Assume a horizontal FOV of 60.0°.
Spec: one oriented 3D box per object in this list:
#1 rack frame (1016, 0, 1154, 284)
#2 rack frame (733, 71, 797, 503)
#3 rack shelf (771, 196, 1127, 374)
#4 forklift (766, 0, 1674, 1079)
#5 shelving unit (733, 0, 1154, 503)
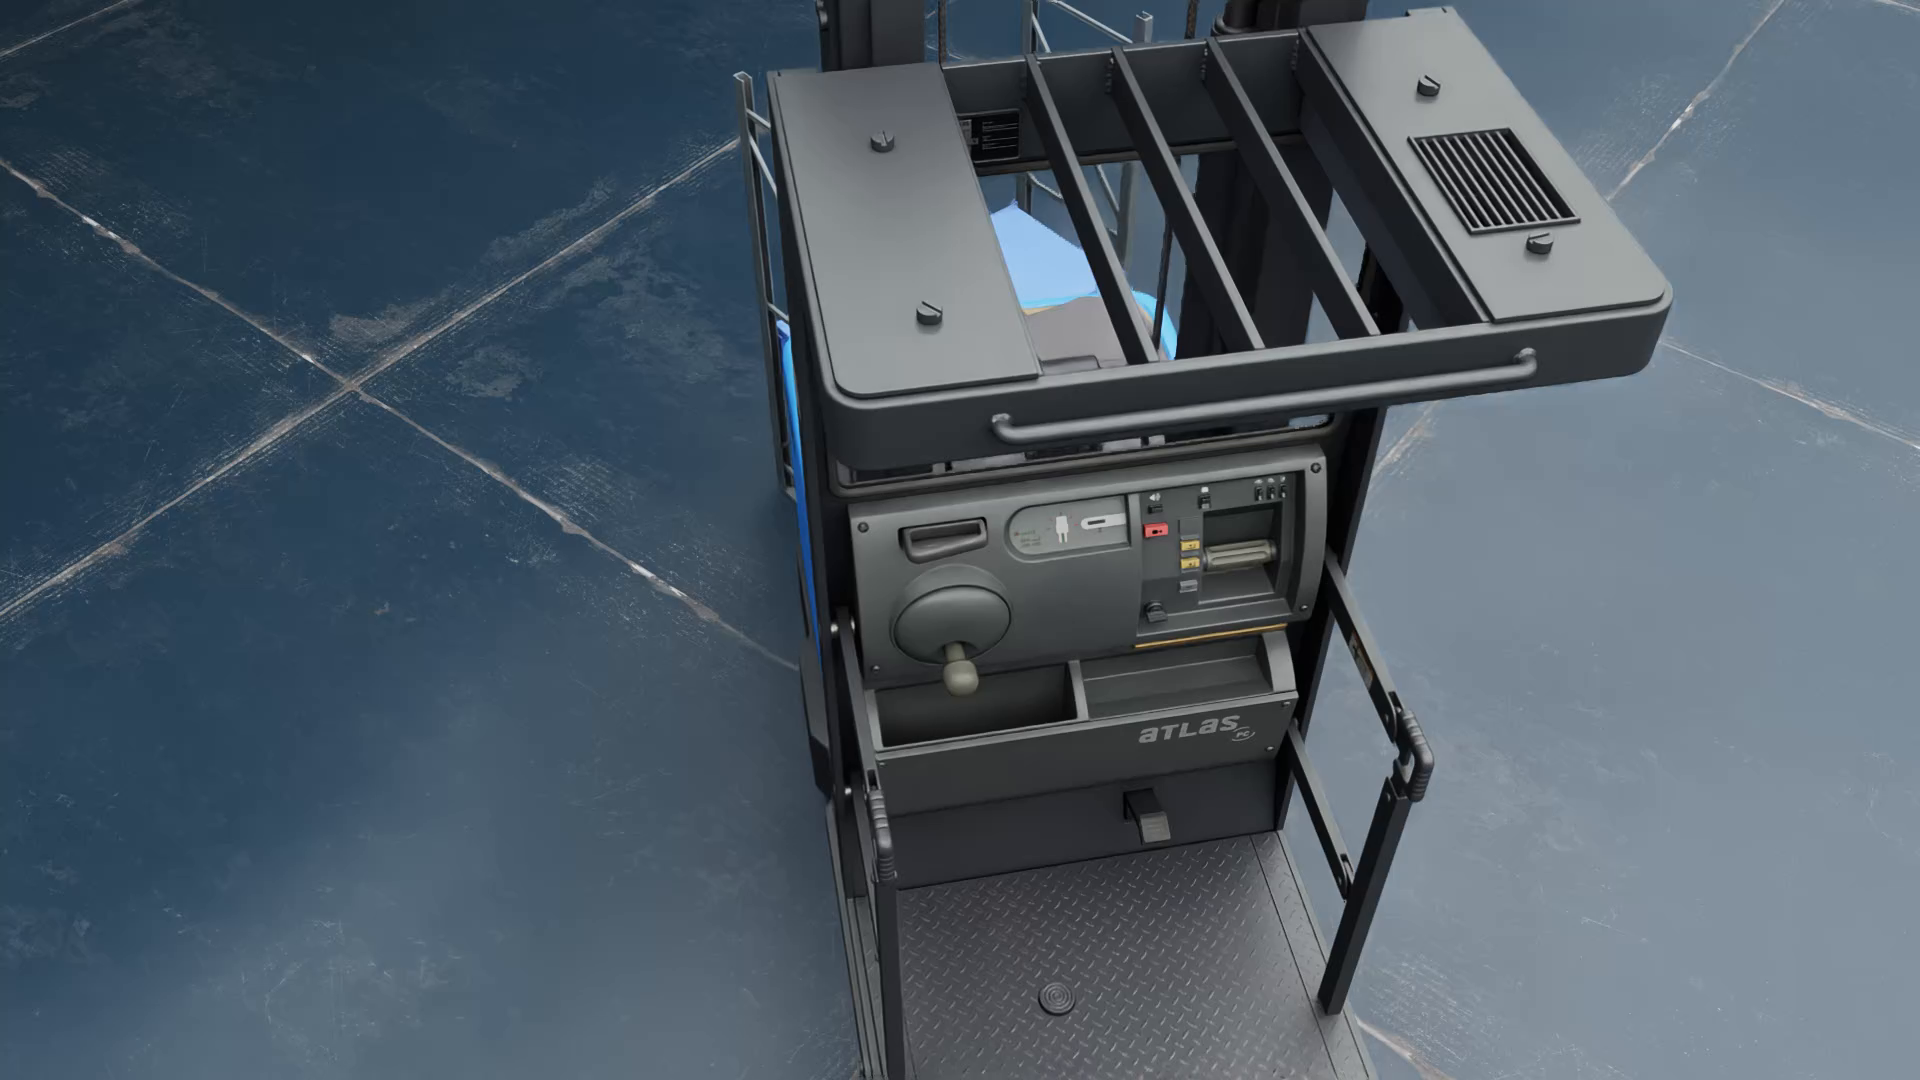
[{"bbox_3d":[0.355,-1.040,5.206,0.032,1.500,0.500,-32,54,-27],"label":"rack frame"},{"bbox_3d":[-0.419,-0.563,4.751,0.032,1.500,0.500,-32,54,-27],"label":"rack frame"},{"bbox_3d":[-0.032,-0.677,5.109,1.000,0.185,0.538,-32,54,-27],"label":"rack shelf"},{"bbox_3d":[0.298,0.159,3.071,1.130,2.935,3.031,-8,47,-7],"label":"forklift"},{"bbox_3d":[-0.032,-0.802,4.979,1.048,1.500,0.538,-32,54,-27],"label":"shelving unit"}]
